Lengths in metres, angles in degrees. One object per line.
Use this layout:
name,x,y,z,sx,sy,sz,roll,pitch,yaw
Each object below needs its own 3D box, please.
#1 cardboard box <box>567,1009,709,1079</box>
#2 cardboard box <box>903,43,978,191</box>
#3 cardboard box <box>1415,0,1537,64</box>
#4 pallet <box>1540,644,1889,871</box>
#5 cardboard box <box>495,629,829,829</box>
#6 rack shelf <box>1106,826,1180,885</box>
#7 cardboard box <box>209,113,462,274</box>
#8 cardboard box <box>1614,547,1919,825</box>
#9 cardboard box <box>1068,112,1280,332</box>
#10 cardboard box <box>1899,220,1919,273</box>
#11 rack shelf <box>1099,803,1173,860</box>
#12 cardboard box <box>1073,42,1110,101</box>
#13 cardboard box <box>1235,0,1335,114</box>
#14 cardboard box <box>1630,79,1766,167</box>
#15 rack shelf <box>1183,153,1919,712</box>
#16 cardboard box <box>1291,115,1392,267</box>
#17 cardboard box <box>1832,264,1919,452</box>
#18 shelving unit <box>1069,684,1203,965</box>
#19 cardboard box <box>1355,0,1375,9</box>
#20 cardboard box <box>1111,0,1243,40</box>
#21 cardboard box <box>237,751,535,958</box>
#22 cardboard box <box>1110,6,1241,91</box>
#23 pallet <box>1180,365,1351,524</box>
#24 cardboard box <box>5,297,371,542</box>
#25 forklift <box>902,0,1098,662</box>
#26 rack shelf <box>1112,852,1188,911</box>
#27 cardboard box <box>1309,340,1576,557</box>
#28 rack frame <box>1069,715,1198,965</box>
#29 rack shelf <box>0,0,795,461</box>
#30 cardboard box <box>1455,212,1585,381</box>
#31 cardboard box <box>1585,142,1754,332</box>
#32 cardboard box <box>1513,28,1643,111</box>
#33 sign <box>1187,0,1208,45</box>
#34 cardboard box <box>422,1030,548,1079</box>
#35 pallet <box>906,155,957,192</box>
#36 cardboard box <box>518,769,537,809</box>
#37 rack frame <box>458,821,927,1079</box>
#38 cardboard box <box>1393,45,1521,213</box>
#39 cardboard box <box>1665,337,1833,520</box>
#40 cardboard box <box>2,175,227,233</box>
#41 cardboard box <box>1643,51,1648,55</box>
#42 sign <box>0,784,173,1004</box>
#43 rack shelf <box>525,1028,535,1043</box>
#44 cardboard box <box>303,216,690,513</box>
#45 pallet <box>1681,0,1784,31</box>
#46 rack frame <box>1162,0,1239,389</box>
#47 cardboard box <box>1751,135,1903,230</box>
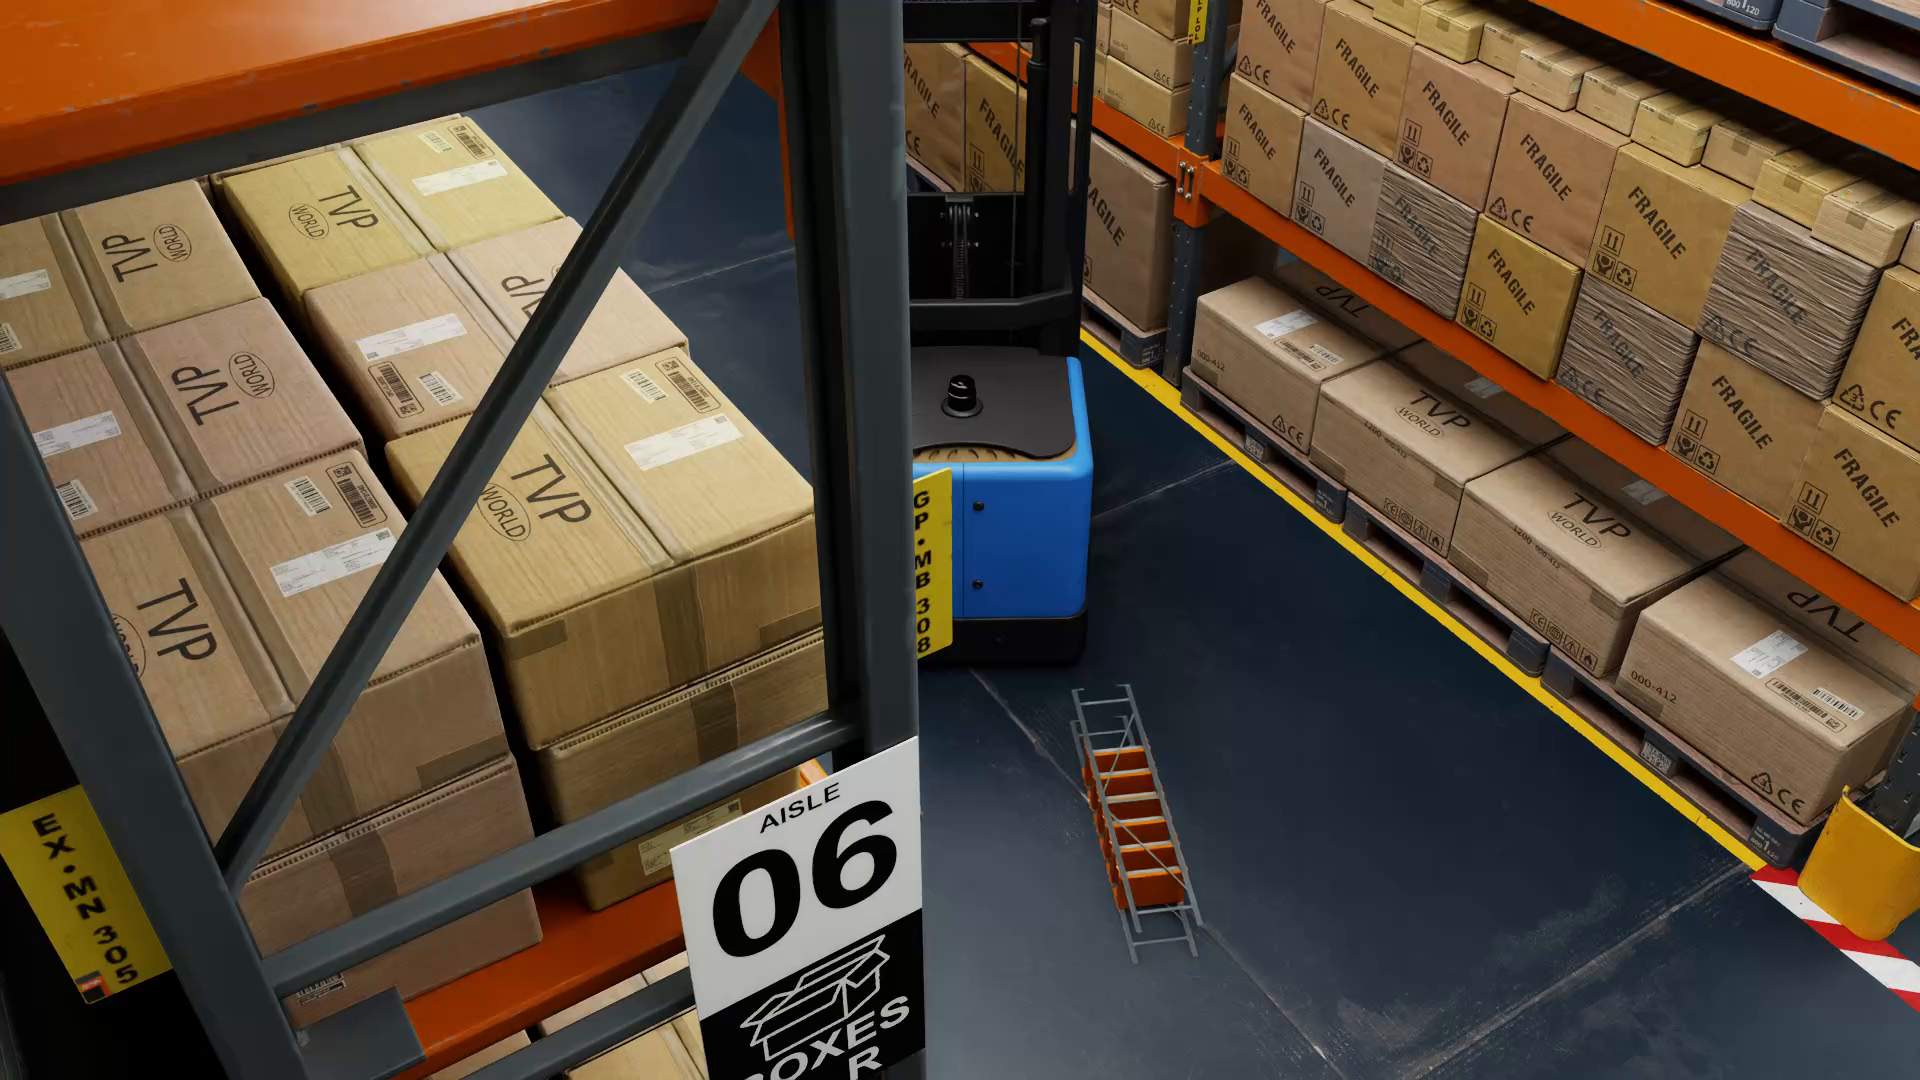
cardboard box,-0.529,1.325,3.702,0.500,0.250,0.500,-22,45,-24
cardboard box,0.147,-2.770,10.063,0.875,0.875,0.875,-22,44,-24
cardboard box,1.996,-1.998,6.438,0.380,0.149,0.250,-23,45,-26
pallet,3.175,0.675,6.775,1.003,0.211,1.213,-22,45,-24
cardboard box,-0.520,0.176,2.737,0.500,0.250,0.500,-23,45,-25
rack shelf,0.679,1.174,6.190,0.258,0.180,0.103,-5,40,-6
cardboard box,-1.361,-0.827,3.550,0.500,0.250,0.500,-21,44,-23
cardboard box,3.232,0.510,6.469,0.875,0.438,0.875,-24,45,-26
cardboard box,1.119,-1.803,8.902,0.875,0.875,0.875,-21,44,-23
cardboard box,3.152,-0.917,5.141,0.380,0.149,0.250,-21,44,-24
rack shelf,0.662,1.098,6.280,0.258,0.180,0.103,-5,40,-6
cardboard box,0.794,-2.524,8.552,0.500,0.250,0.500,-23,45,-25
cardboard box,1.572,-2.233,7.227,0.500,0.500,0.500,-22,45,-24
cardboard box,2.577,-1.458,5.791,0.380,0.149,0.250,-21,44,-23
rack shelf,2.596,-0.795,6.922,1.077,0.370,4.000,-22,45,-24
cardboard box,1.819,-1.573,7.216,0.500,0.500,0.500,-22,45,-24
cardboard box,3.211,-0.592,5.259,0.500,0.500,0.500,-21,44,-23
shelving unit,0.652,1.049,6.338,0.258,0.189,1.200,-5,40,-6
cardboard box,1.795,-2.306,6.809,0.380,0.149,0.250,-23,45,-25
cardboard box,1.068,-2.728,7.821,0.500,0.500,0.500,-21,44,-23
cardboard box,-0.981,0.364,2.512,0.500,0.250,0.500,-23,45,-25
cardboard box,1.078,-2.439,8.061,0.500,0.250,0.500,-22,45,-24
pallet,1.863,-0.642,8.355,1.003,0.211,1.213,-22,45,-24
cardboard box,-1.266,-0.107,2.686,0.500,0.250,0.500,-24,45,-26
forklift,-0.010,-1.526,7.292,1.130,2.935,3.031,-1,40,-1
rack shelf,0.696,1.251,6.099,0.258,0.180,0.103,-5,40,-6
cardboard box,2.249,-0.469,7.643,0.875,0.438,0.875,-24,45,-26
rack frame,0.652,1.119,6.397,0.240,0.006,1.200,-5,40,-6
rack shelf,-1.587,-1.388,2.950,1.077,0.370,4.000,-22,45,-24
cardboard box,2.358,-1.024,6.557,0.500,0.500,0.500,-21,44,-23
cardboard box,2.642,-1.132,5.907,0.500,0.500,0.500,-22,45,-25
cardboard box,2.274,-1.734,6.122,0.380,0.149,0.250,-22,45,-24
sign,1.068,-2.373,7.412,0.100,0.325,0.005,-22,45,-24
cardboard box,-1.259,1.227,3.819,0.500,0.250,0.500,-22,45,-24
pallet,0.382,-2.129,10.140,1.003,0.211,1.213,-22,45,-24
cardboard box,-0.650,0.279,2.926,0.380,0.149,0.250,-21,44,-24
rack frame,-0.512,1.719,3.344,1.000,3.000,0.127,-22,45,-24
cardboard box,2.104,-1.677,6.561,0.500,0.500,0.500,-21,44,-24
cardboard box,2.931,-0.475,5.899,0.500,0.500,0.500,-23,45,-25
cardboard box,-1.798,-0.661,3.351,0.500,0.250,0.500,-22,45,-24
cardboard box,2.733,-1.926,6.353,0.380,0.149,0.250,-22,45,-24
sign,-0.991,0.407,1.884,0.100,0.325,0.005,-22,45,-24
rack shelf,-1.587,0.916,4.870,1.077,0.370,4.000,-22,45,-24
cardboard box,-0.797,-0.289,2.905,0.500,0.250,0.500,-23,45,-25
pallet,2.603,-2.166,5.732,1.003,0.211,1.213,-22,45,-24
rack frame,1.520,-2.151,7.988,1.000,3.000,0.127,-22,45,-24
cardboard box,2.842,-1.177,5.454,0.380,0.149,0.250,-21,44,-23
